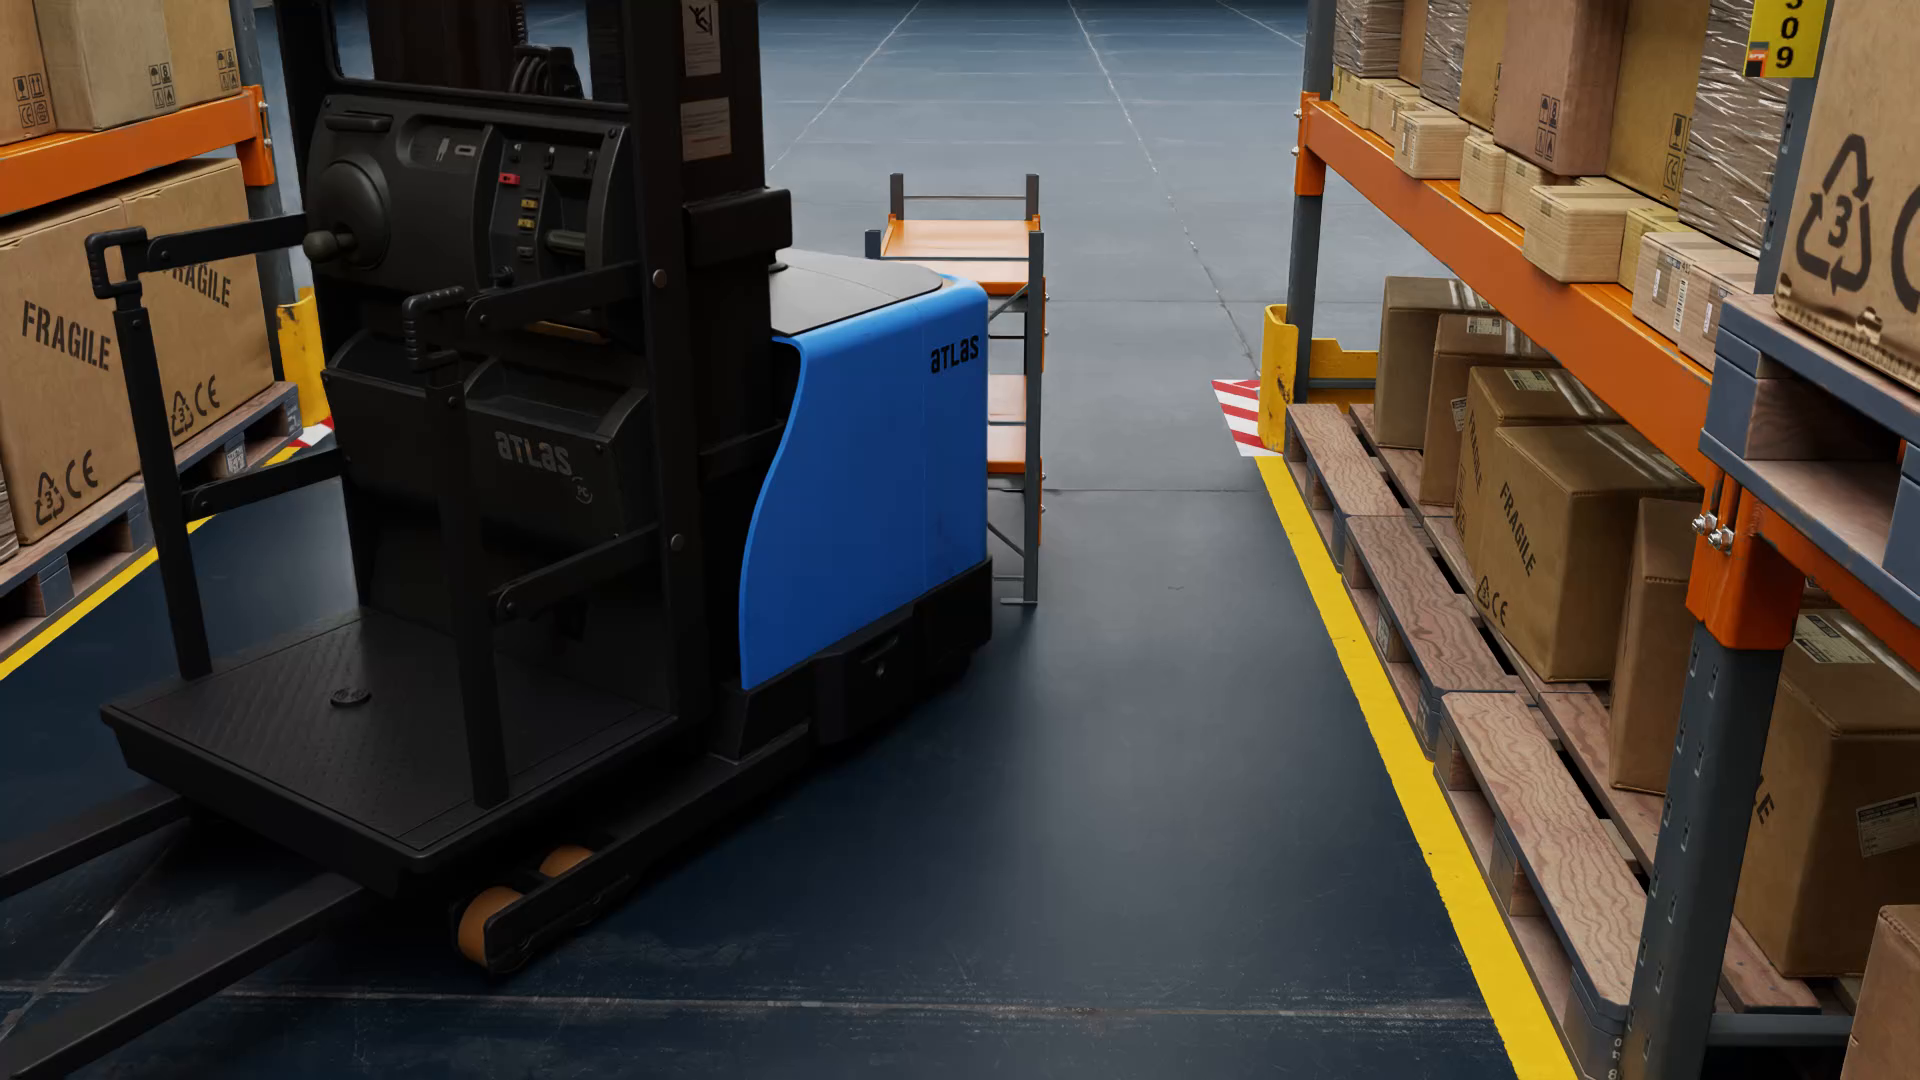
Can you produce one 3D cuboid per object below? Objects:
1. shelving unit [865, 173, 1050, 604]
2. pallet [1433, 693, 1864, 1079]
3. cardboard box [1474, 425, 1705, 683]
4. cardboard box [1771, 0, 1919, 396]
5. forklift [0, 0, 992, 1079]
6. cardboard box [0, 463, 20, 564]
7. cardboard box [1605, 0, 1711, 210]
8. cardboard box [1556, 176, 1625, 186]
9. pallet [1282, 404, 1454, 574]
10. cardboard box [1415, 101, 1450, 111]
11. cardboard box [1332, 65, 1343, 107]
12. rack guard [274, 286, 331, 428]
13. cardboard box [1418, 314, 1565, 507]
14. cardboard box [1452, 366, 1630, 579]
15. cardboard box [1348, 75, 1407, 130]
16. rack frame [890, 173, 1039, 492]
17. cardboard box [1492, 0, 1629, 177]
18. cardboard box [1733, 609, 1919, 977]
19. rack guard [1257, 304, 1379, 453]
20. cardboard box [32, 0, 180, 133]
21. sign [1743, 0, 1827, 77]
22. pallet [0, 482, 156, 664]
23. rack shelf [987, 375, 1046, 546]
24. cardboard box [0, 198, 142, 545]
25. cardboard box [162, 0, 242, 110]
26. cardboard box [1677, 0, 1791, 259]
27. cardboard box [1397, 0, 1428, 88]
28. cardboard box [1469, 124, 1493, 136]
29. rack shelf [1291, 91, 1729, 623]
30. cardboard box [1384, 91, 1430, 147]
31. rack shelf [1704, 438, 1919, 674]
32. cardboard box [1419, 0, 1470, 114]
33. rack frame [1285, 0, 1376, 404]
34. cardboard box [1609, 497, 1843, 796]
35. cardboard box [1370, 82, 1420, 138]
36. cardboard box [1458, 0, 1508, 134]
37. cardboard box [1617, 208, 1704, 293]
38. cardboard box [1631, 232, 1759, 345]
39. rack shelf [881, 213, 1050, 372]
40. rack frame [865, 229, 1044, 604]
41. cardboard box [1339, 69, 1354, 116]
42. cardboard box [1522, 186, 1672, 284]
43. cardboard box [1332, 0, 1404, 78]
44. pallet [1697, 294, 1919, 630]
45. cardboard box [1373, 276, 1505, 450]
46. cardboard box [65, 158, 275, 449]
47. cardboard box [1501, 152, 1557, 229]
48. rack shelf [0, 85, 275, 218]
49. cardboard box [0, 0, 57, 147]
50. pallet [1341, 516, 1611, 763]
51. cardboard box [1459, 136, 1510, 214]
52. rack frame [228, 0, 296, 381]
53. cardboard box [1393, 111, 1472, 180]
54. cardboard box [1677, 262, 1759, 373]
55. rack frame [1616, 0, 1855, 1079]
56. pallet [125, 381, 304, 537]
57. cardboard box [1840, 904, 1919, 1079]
[{"bbox_3d":[0.000,-0.522,5.319,0.538,1.125,1.048,1,21,2],"label":"shelving unit"},{"bbox_3d":[1.637,0.686,3.469,1.003,0.211,1.213,1,21,2],"label":"pallet"},{"bbox_3d":[1.654,0.022,4.200,0.500,0.500,0.500,-1,21,-3],"label":"cardboard box"},{"bbox_3d":[1.488,-0.560,1.417,1.000,1.000,1.000,1,21,2],"label":"cardboard box"},{"bbox_3d":[-1.162,-0.702,3.288,1.130,2.935,3.031,14,25,32],"label":"forklift"},{"bbox_3d":[-3.190,-0.220,4.305,0.875,0.875,0.875,1,21,2],"label":"cardboard box"},{"bbox_3d":[1.778,-0.898,3.148,0.875,0.500,0.500,1,21,2],"label":"cardboard box"},{"bbox_3d":[1.485,-0.695,3.521,0.380,0.149,0.250,1,21,2],"label":"cardboard box"},{"bbox_3d":[1.711,-0.196,5.742,1.003,0.211,1.213,1,21,2],"label":"pallet"},{"bbox_3d":[1.495,-1.147,4.686,0.380,0.149,0.250,1,21,2],"label":"cardboard box"},{"bbox_3d":[1.527,-1.599,5.851,0.380,0.149,0.250,1,21,2],"label":"cardboard box"},{"bbox_3d":[-3.180,-0.751,6.774,1.175,0.500,0.348,1,21,2],"label":"rack guard"},{"bbox_3d":[1.754,-0.405,5.302,0.500,0.500,0.500,6,22,16],"label":"cardboard box"},{"bbox_3d":[1.716,-0.179,4.719,0.500,0.500,0.500,3,21,7],"label":"cardboard box"},{"bbox_3d":[1.477,-1.419,5.386,0.380,0.149,0.250,1,21,2],"label":"cardboard box"},{"bbox_3d":[0.015,-0.706,5.793,0.500,1.125,0.032,1,21,2],"label":"rack frame"},{"bbox_3d":[1.692,-1.080,3.617,0.875,0.500,0.500,1,21,2],"label":"cardboard box"},{"bbox_3d":[1.704,0.455,3.085,0.500,0.500,0.500,0,21,0],"label":"cardboard box"},{"bbox_3d":[1.771,-0.624,6.446,1.175,0.500,0.348,1,21,2],"label":"rack guard"},{"bbox_3d":[-3.142,-1.644,5.412,0.875,0.550,0.550,1,21,2],"label":"cardboard box"},{"bbox_3d":[1.109,-0.777,2.189,0.100,0.325,0.005,1,21,2],"label":"sign"},{"bbox_3d":[-3.167,0.122,4.923,1.003,0.211,1.213,1,21,2],"label":"pallet"},{"bbox_3d":[0.000,-0.294,5.408,0.538,0.278,1.000,1,21,2],"label":"rack shelf"},{"bbox_3d":[-3.160,-0.549,5.154,0.875,0.875,0.875,0,21,1],"label":"cardboard box"},{"bbox_3d":[-3.147,-1.843,5.925,0.875,0.550,0.550,1,21,2],"label":"cardboard box"},{"bbox_3d":[1.727,-0.718,2.683,0.875,0.500,0.500,1,21,2],"label":"cardboard box"},{"bbox_3d":[1.834,-1.622,5.012,0.875,0.500,0.500,1,21,2],"label":"cardboard box"},{"bbox_3d":[1.509,-0.966,4.220,0.380,0.149,0.250,1,21,2],"label":"cardboard box"},{"bbox_3d":[1.713,-0.758,4.331,1.077,0.370,4.000,1,21,2],"label":"rack shelf"},{"bbox_3d":[1.476,-1.238,4.920,0.380,0.149,0.250,1,21,2],"label":"cardboard box"},{"bbox_3d":[1.591,0.688,0.604,1.077,0.370,4.000,1,21,2],"label":"rack shelf"},{"bbox_3d":[1.776,-1.441,4.547,0.875,0.500,0.500,1,21,2],"label":"cardboard box"},{"bbox_3d":[1.774,-1.817,6.065,1.000,3.000,0.127,1,21,2],"label":"rack frame"},{"bbox_3d":[1.714,0.248,3.619,0.500,0.500,0.500,8,22,19],"label":"cardboard box"},{"bbox_3d":[1.490,-1.328,5.153,0.380,0.149,0.250,1,21,2],"label":"cardboard box"},{"bbox_3d":[1.749,-1.261,4.082,0.875,0.500,0.500,1,21,2],"label":"cardboard box"},{"bbox_3d":[1.449,-0.514,3.055,0.380,0.149,0.250,1,21,2],"label":"cardboard box"},{"bbox_3d":[1.382,-0.425,2.824,0.380,0.149,0.250,1,21,2],"label":"cardboard box"},{"bbox_3d":[0.000,-0.795,5.213,0.538,0.278,1.000,1,21,2],"label":"rack shelf"},{"bbox_3d":[-0.016,-0.338,4.845,0.500,1.125,0.032,1,21,2],"label":"rack frame"},{"bbox_3d":[1.500,-1.509,5.619,0.380,0.149,0.250,1,21,2],"label":"cardboard box"},{"bbox_3d":[1.346,-0.606,3.292,0.380,0.149,0.250,1,21,2],"label":"cardboard box"},{"bbox_3d":[1.729,-1.804,5.481,0.875,0.500,0.500,1,21,2],"label":"cardboard box"},{"bbox_3d":[1.483,-0.006,1.664,1.003,0.211,1.213,1,21,2],"label":"pallet"},{"bbox_3d":[1.738,-0.622,5.860,0.500,0.500,0.500,5,22,12],"label":"cardboard box"},{"bbox_3d":[-3.136,-0.867,5.974,0.875,0.875,0.875,1,21,2],"label":"cardboard box"},{"bbox_3d":[1.452,-0.786,3.755,0.380,0.149,0.250,1,21,2],"label":"cardboard box"},{"bbox_3d":[-3.242,-0.849,4.566,1.077,0.370,4.000,1,21,2],"label":"rack shelf"},{"bbox_3d":[-3.284,-1.443,4.894,0.875,0.550,0.550,1,21,2],"label":"cardboard box"},{"bbox_3d":[1.671,0.244,4.608,1.003,0.211,1.213,1,21,2],"label":"pallet"},{"bbox_3d":[1.425,-0.877,3.989,0.380,0.149,0.250,1,21,2],"label":"cardboard box"},{"bbox_3d":[-3.181,-1.908,6.300,1.000,3.000,0.127,1,21,2],"label":"rack frame"},{"bbox_3d":[1.384,-1.058,4.456,0.380,0.149,0.250,1,21,2],"label":"cardboard box"},{"bbox_3d":[1.365,-0.334,2.592,0.380,0.149,0.250,1,21,2],"label":"cardboard box"},{"bbox_3d":[1.649,-0.371,2.337,0.949,2.616,0.053,1,21,2],"label":"rack frame"},{"bbox_3d":[-3.127,-0.318,6.057,1.003,0.211,1.213,1,21,2],"label":"pallet"},{"bbox_3d":[1.612,0.811,2.138,0.700,0.500,0.500,-1,21,-3],"label":"cardboard box"}]
